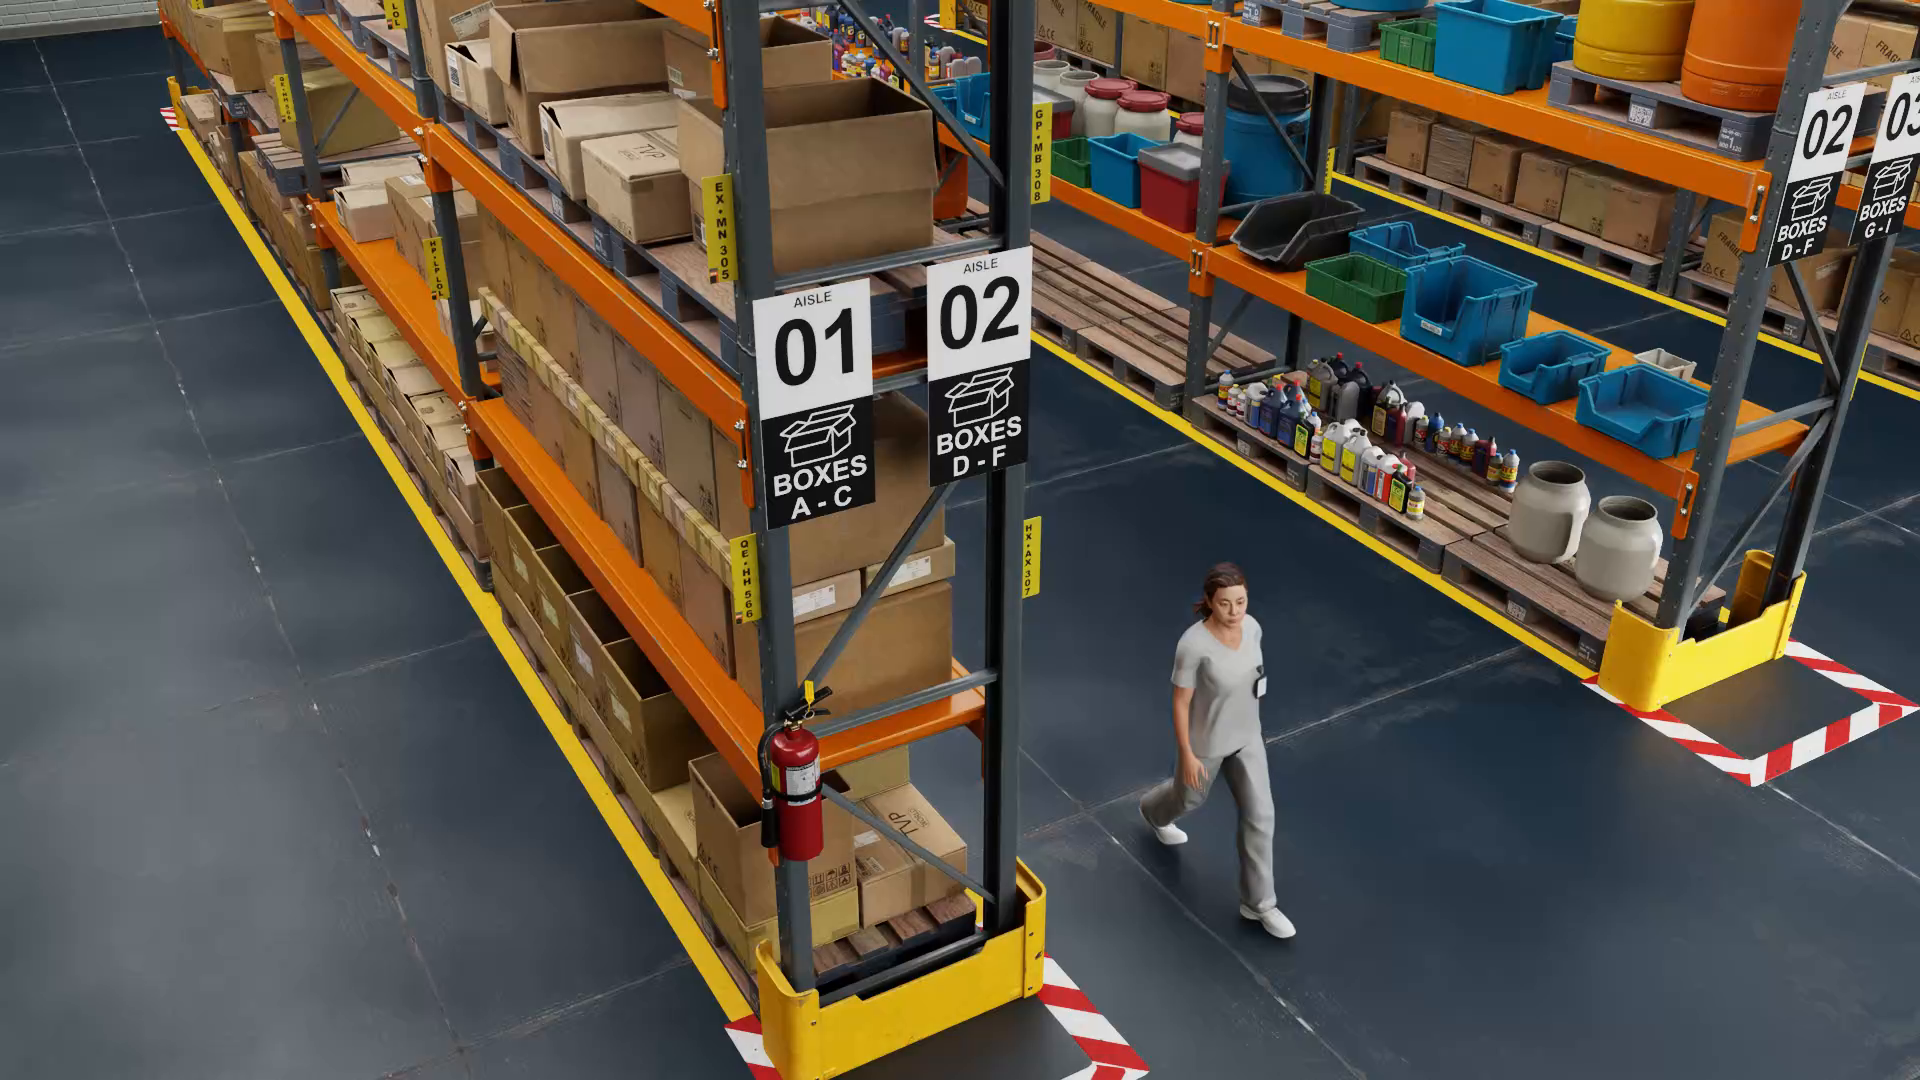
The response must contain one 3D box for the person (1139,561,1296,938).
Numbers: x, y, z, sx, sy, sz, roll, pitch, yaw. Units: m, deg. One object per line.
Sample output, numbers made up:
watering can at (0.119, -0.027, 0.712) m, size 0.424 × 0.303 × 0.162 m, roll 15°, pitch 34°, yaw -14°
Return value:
person at (1.098, 0.837, 7.063) m, size 0.476 × 1.625 × 0.990 m, roll -13°, pitch 32°, yaw -22°
